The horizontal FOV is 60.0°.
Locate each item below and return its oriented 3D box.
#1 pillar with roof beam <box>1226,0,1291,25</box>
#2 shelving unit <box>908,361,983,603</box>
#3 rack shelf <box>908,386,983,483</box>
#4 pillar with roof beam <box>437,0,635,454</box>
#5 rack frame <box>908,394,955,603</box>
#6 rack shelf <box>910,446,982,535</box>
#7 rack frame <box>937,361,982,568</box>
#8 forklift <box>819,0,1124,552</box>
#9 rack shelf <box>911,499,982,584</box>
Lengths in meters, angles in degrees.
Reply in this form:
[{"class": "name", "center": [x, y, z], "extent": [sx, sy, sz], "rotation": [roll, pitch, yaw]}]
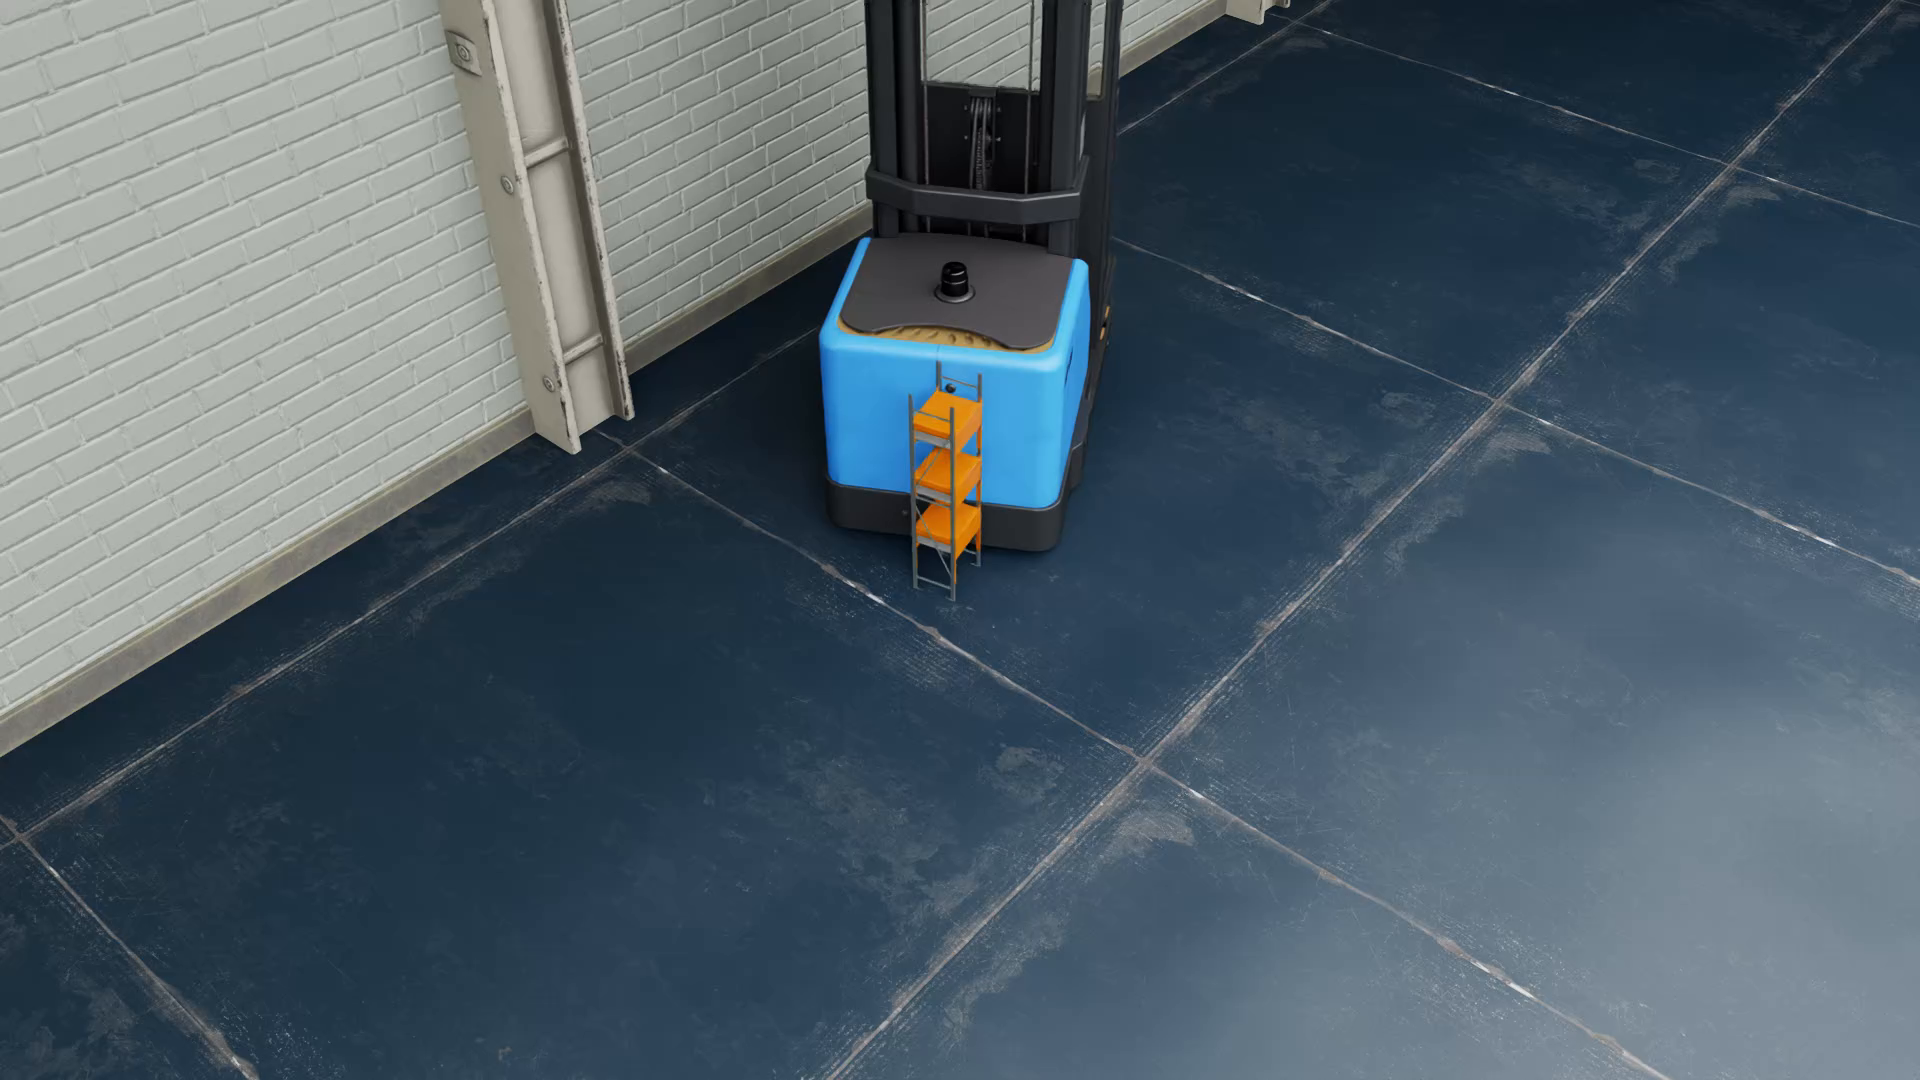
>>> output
[{"class": "pillar with roof beam", "center": [5.333, -5.126, 6.381], "extent": [9.100, 9.000, 0.400], "rotation": [29, 50, 28]}, {"class": "shelving unit", "center": [-0.057, -0.225, 6.900], "extent": [0.215, 1.050, 0.252], "rotation": [19, 45, 19]}, {"class": "rack shelf", "center": [-0.057, -0.428, 6.716], "extent": [0.215, 0.259, 0.240], "rotation": [19, 45, 19]}, {"class": "pillar with roof beam", "center": [1.472, -2.037, 2.983], "extent": [9.100, 9.000, 0.400], "rotation": [29, 50, 28]}, {"class": "rack frame", "center": [-0.111, -0.152, 6.819], "extent": [0.200, 1.050, 0.008], "rotation": [19, 45, 19]}, {"class": "rack shelf", "center": [-0.057, -0.218, 6.907], "extent": [0.215, 0.259, 0.240], "rotation": [19, 45, 19]}, {"class": "rack frame", "center": [-0.002, -0.299, 6.981], "extent": [0.200, 1.050, 0.008], "rotation": [19, 45, 19]}, {"class": "forklift", "center": [0.185, -2.034, 7.490], "extent": [1.130, 2.935, 3.031], "rotation": [7, 43, 8]}, {"class": "rack shelf", "center": [-0.057, -0.012, 7.094], "extent": [0.215, 0.259, 0.240], "rotation": [19, 45, 19]}]
